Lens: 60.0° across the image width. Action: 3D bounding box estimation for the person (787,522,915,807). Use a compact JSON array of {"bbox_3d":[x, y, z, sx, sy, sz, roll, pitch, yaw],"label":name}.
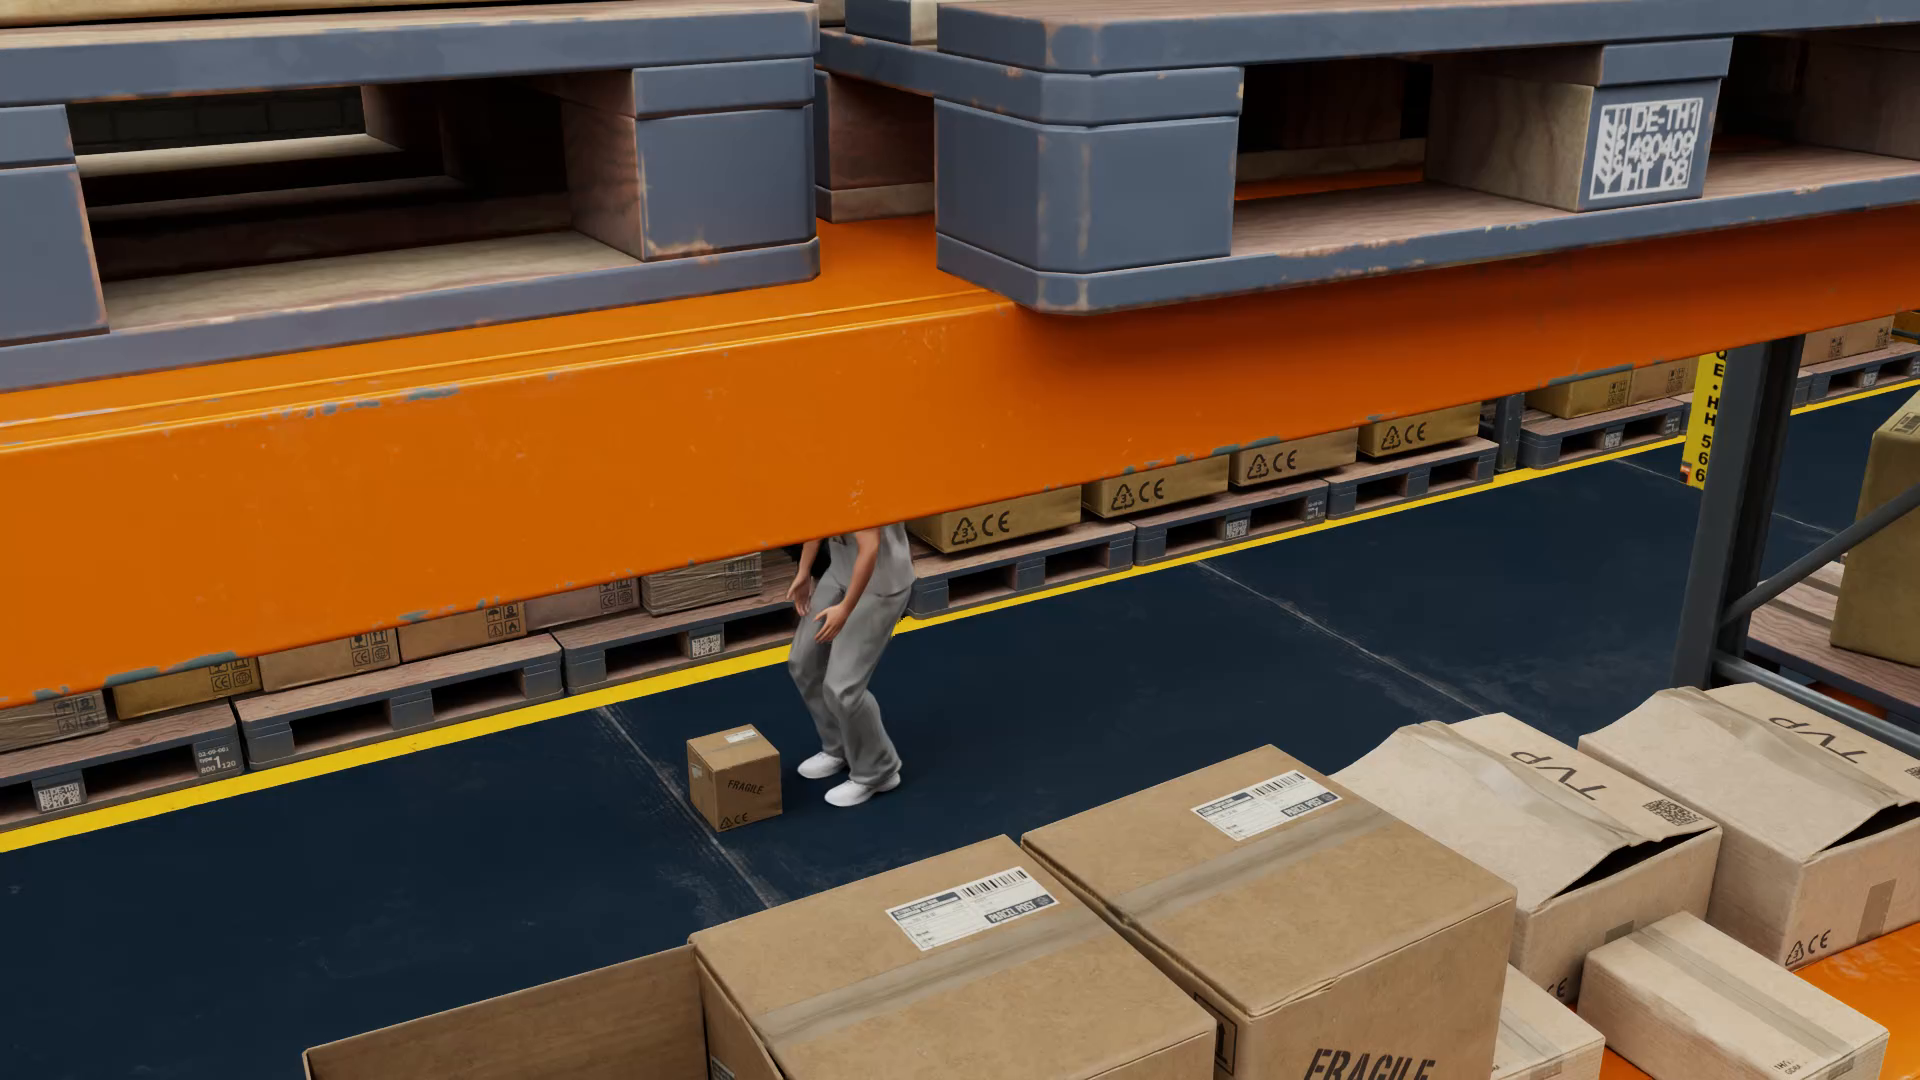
[{"bbox_3d":[-0.388,0.172,5.811,0.466,1.573,0.475,-12,25,-27],"label":"person"}]
